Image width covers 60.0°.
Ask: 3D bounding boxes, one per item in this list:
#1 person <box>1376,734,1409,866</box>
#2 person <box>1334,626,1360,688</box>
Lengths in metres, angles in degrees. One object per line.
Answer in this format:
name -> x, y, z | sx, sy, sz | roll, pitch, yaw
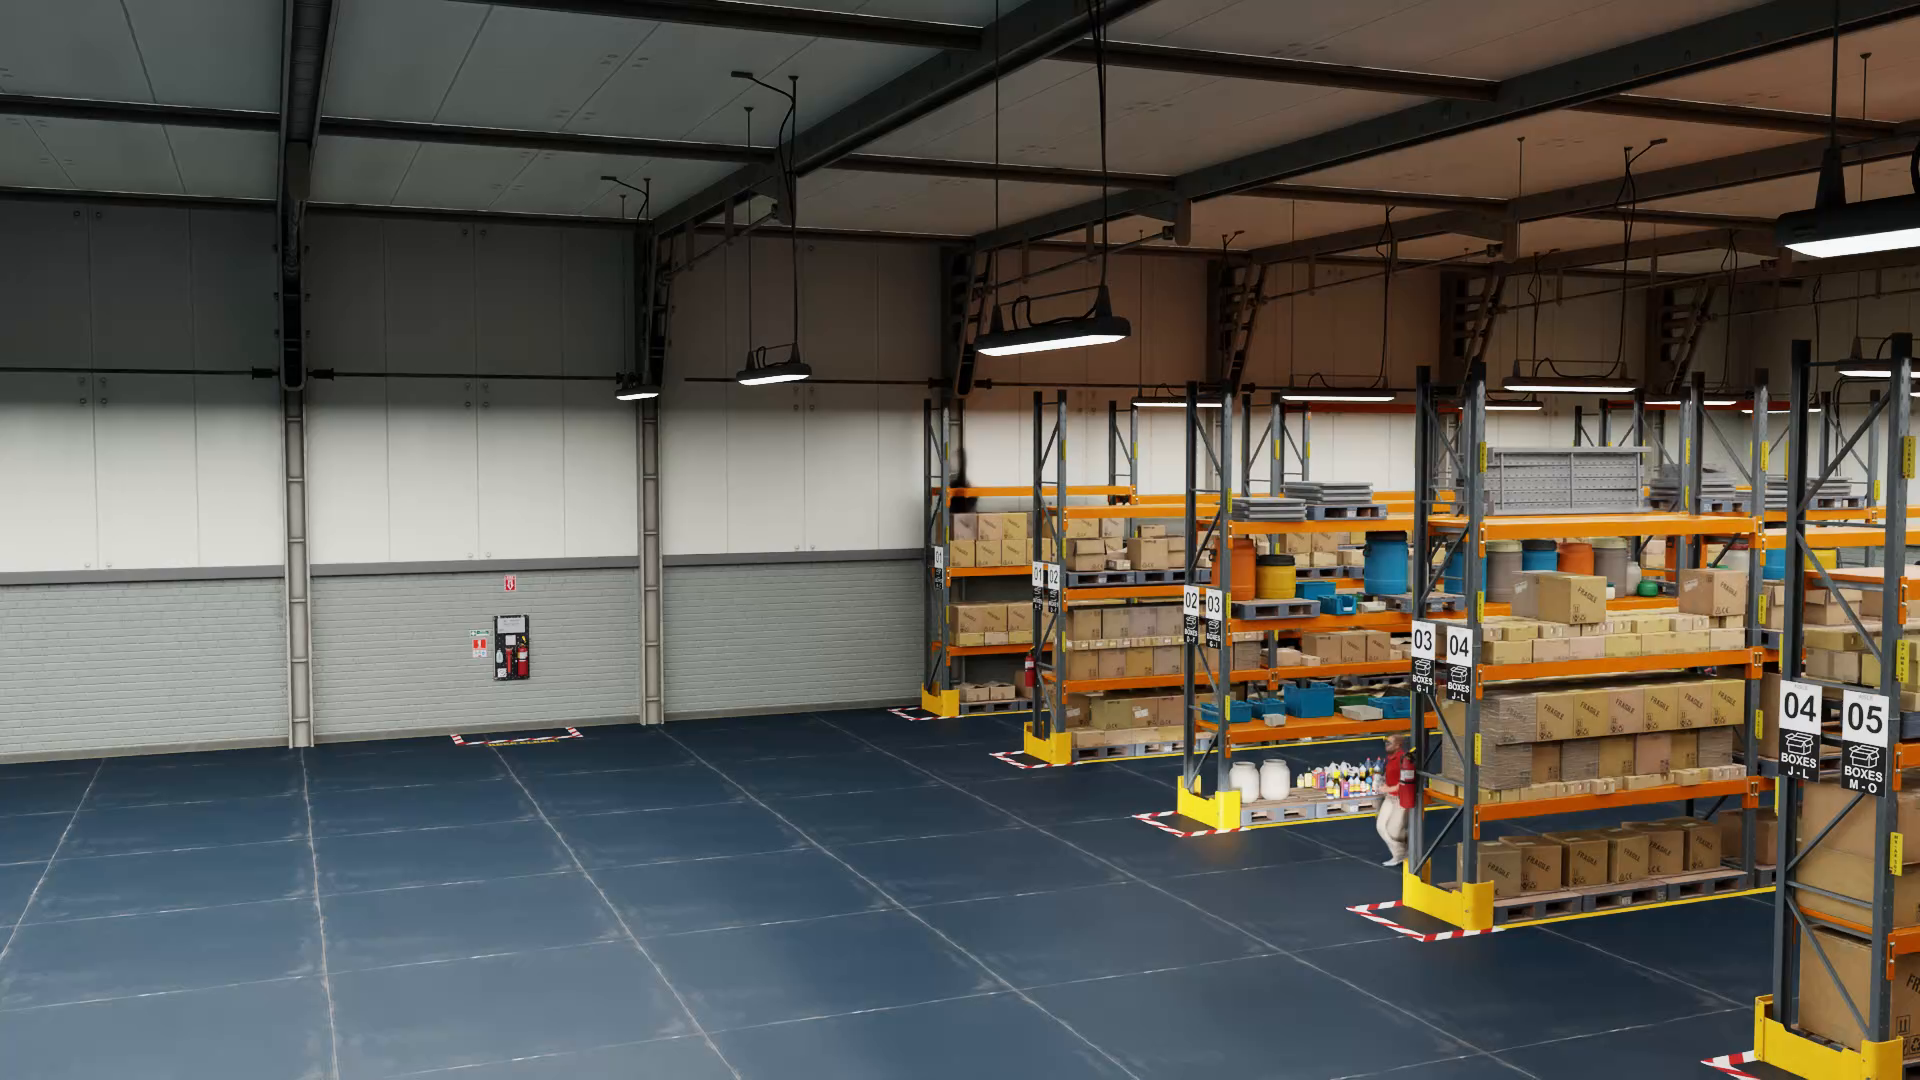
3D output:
person -> 5.390, 3.175, 20.332 | 0.621, 1.658, 0.779 | -1, 4, -17
person -> 7.516, 2.429, 32.164 | 0.695, 1.718, 0.573 | -2, 4, -32
